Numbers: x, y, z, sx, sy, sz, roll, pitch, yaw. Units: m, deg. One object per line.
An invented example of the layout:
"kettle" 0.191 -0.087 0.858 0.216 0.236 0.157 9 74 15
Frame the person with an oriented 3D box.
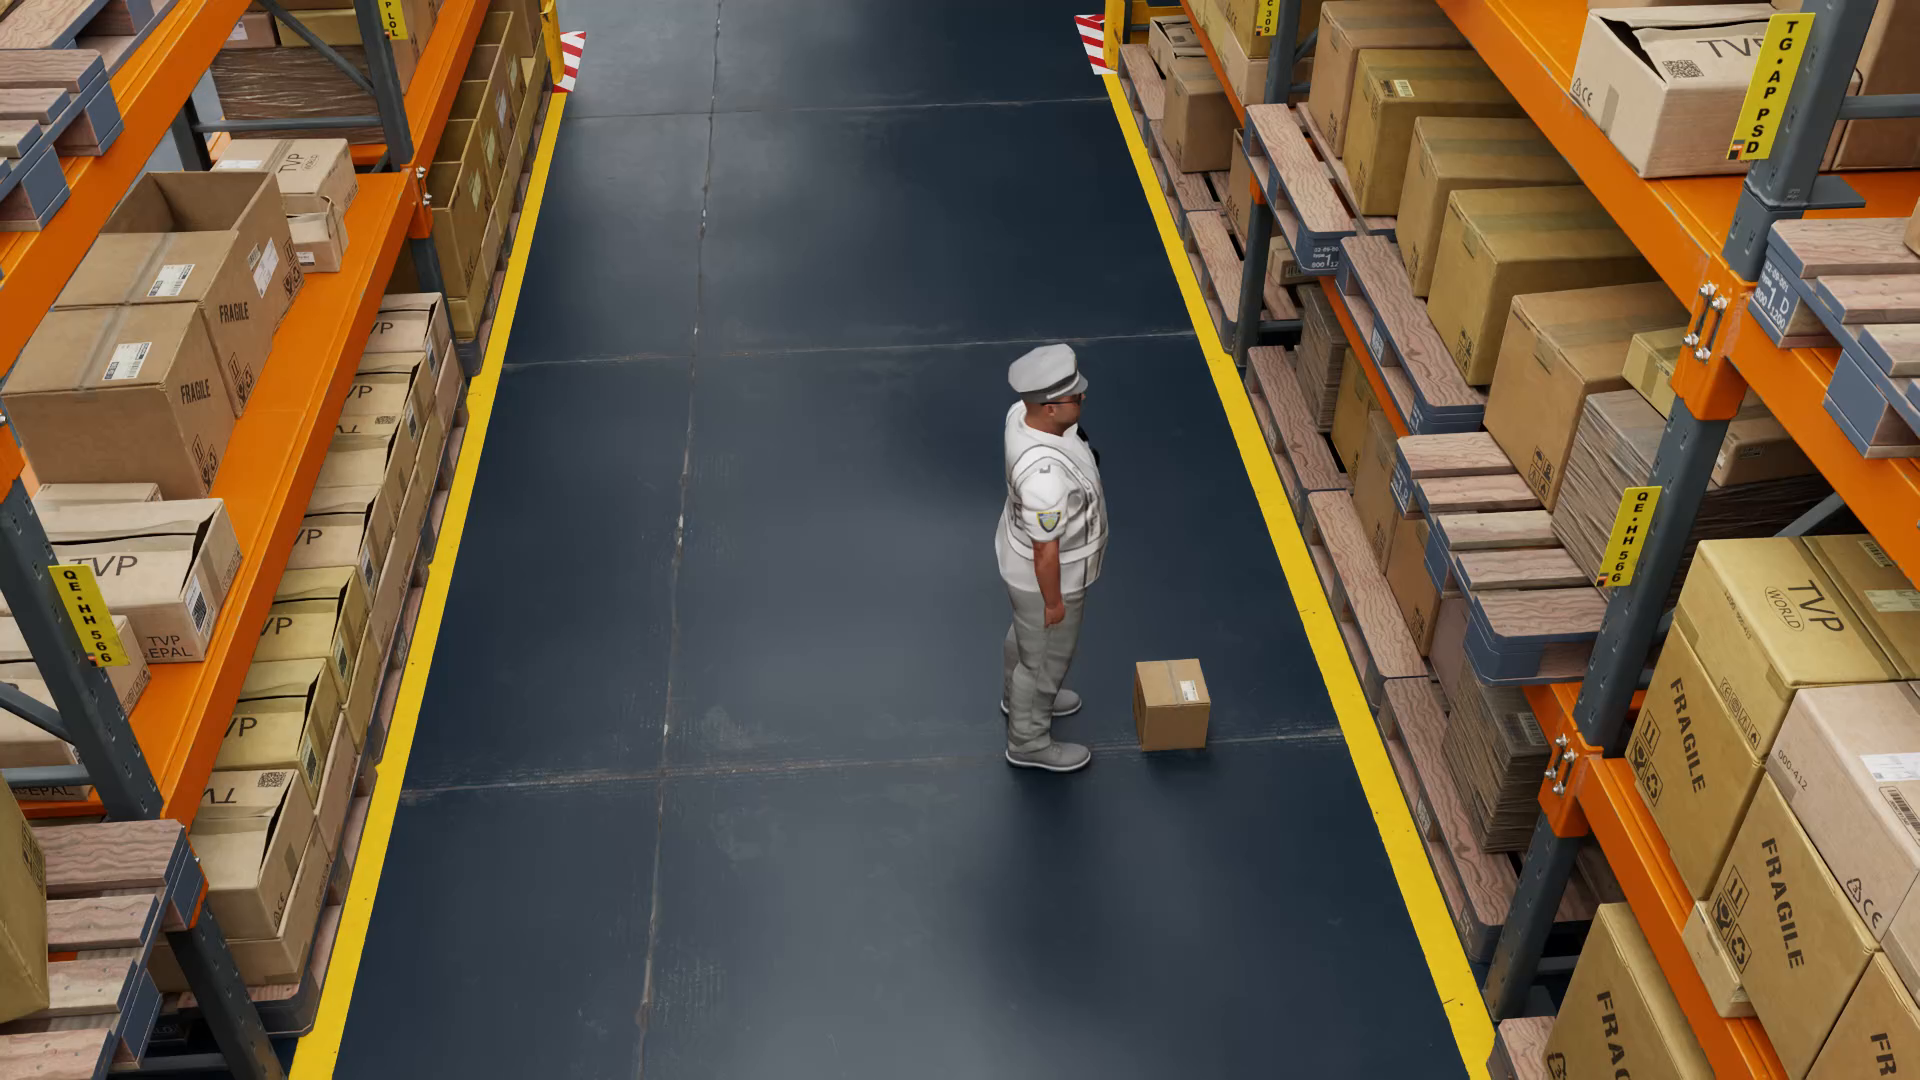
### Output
"person" 0.329 0.078 6.039 0.395 1.774 0.527 -3 39 -3
